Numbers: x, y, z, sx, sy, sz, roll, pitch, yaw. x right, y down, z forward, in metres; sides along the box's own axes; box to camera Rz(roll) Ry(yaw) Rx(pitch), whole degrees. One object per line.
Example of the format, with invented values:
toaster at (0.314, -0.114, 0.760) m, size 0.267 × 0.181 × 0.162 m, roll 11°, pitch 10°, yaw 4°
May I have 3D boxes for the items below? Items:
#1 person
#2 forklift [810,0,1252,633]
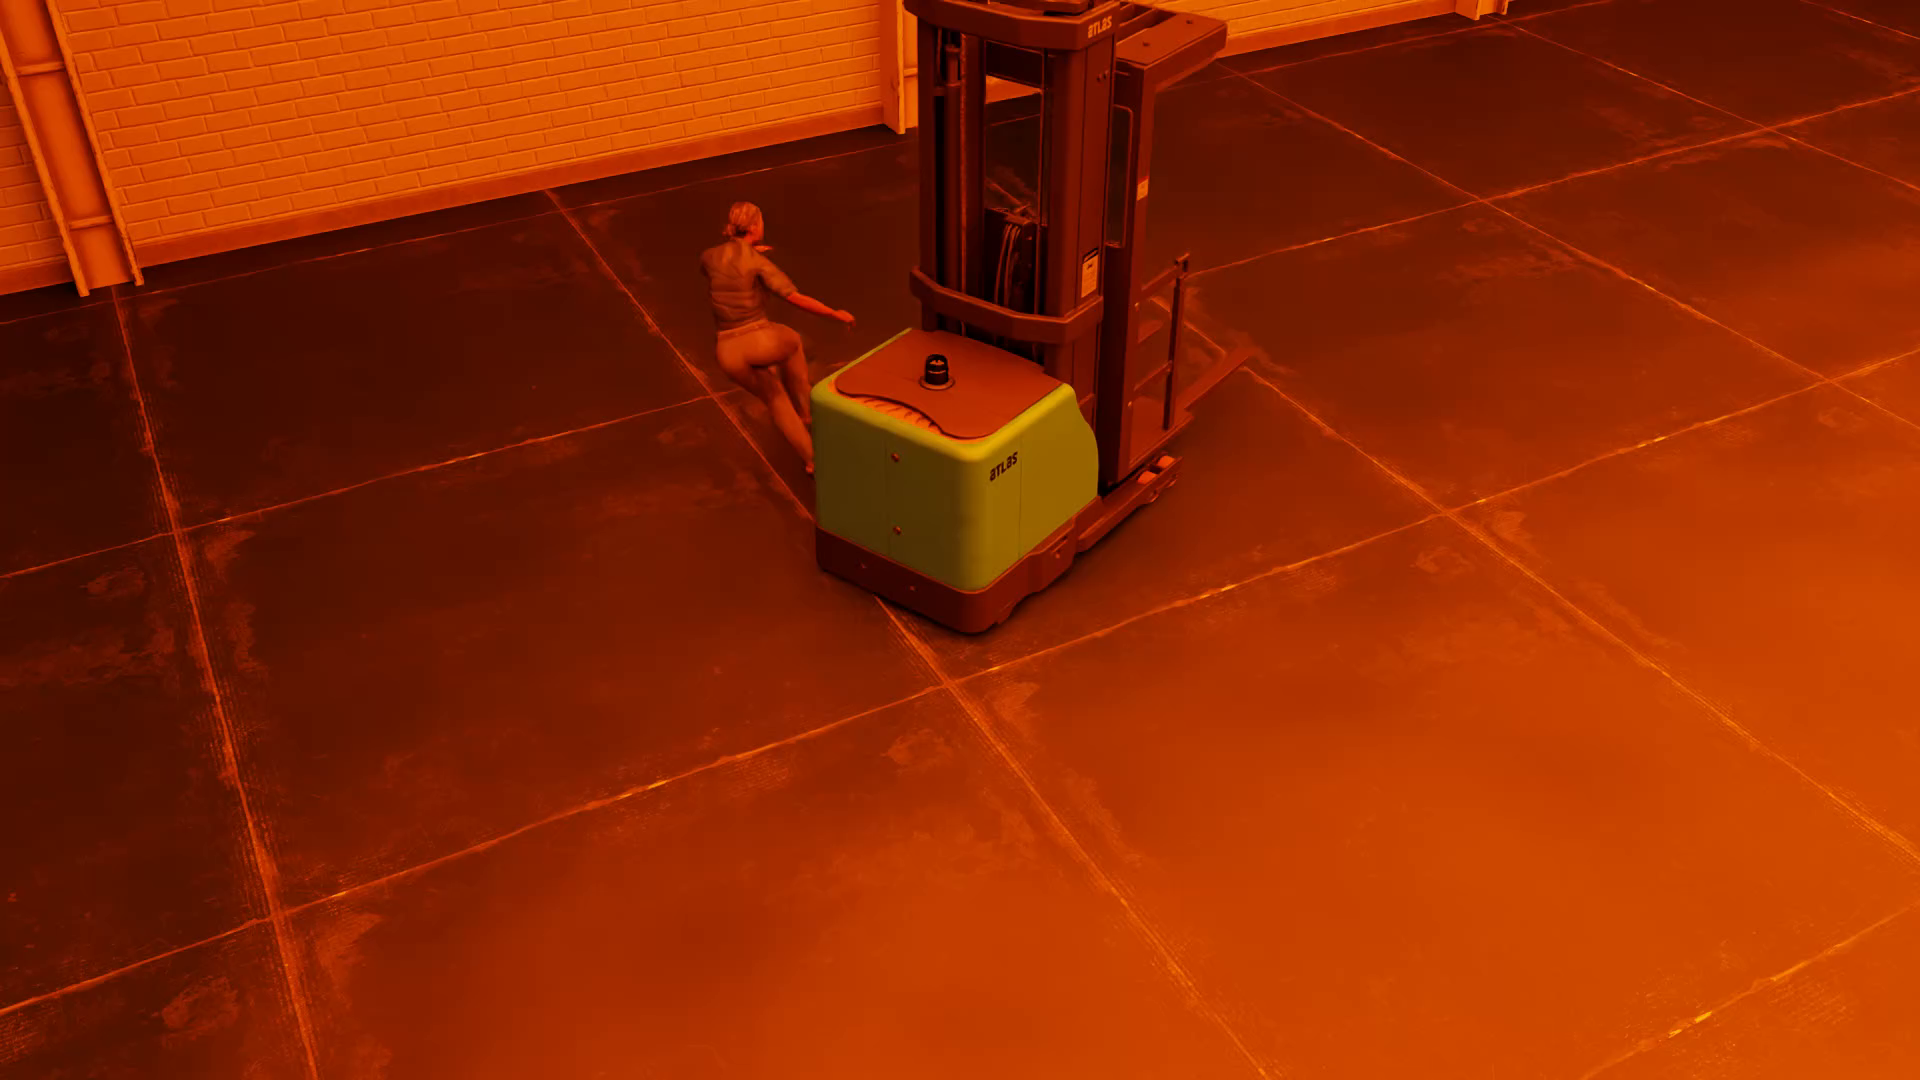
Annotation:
person at (-1.003, -1.144, 9.053) m, size 0.899 × 1.427 × 0.838 m, roll 5°, pitch 36°, yaw 7°
forklift at (0.558, -1.551, 8.317) m, size 1.130 × 2.935 × 3.031 m, roll 23°, pitch 41°, yaw 29°
